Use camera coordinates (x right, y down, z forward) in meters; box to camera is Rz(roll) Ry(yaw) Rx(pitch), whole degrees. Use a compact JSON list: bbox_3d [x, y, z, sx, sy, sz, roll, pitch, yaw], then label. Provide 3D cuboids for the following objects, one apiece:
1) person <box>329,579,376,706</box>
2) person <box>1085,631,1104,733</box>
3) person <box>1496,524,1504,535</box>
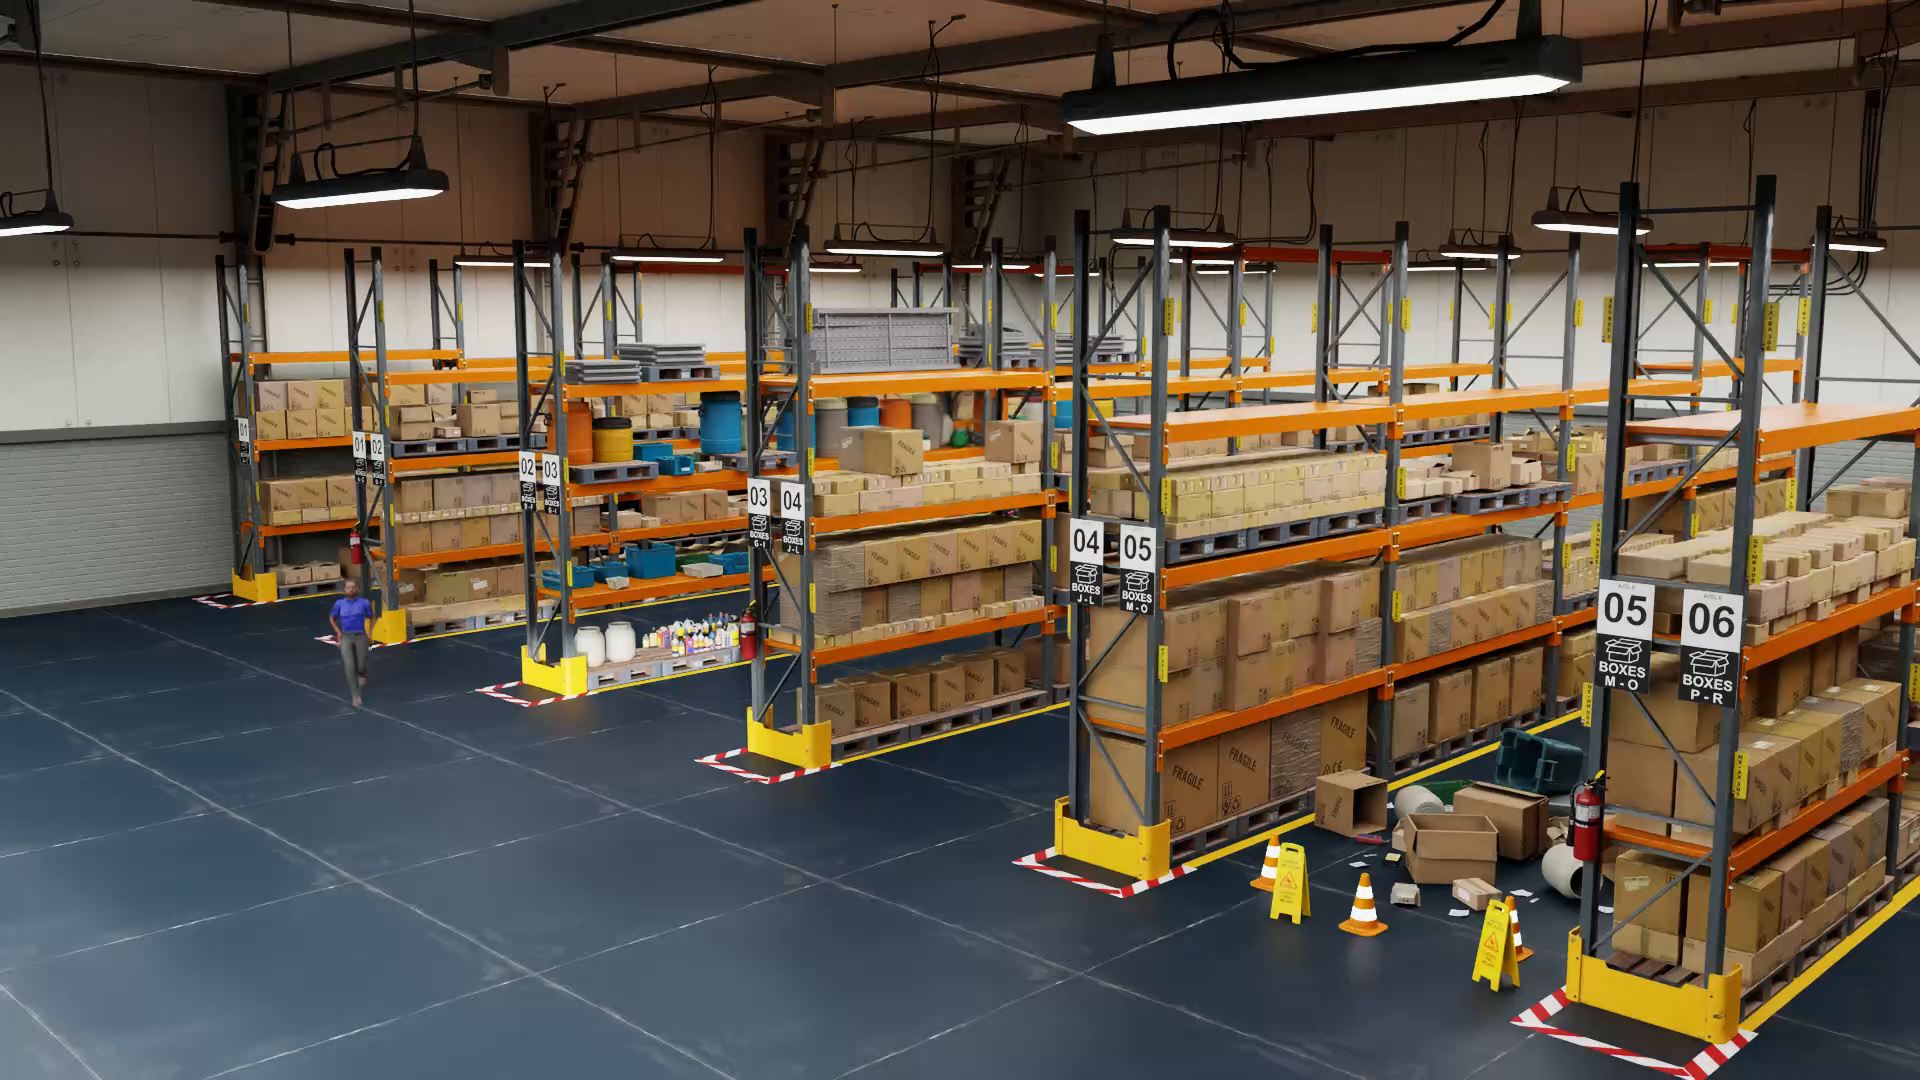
[{"bbox_3d":[-7.920,1.313,21.720,0.576,1.631,0.675,-3,9,-19],"label":"person"},{"bbox_3d":[1.610,1.741,18.899,0.611,1.511,0.878,5,9,30],"label":"person"},{"bbox_3d":[8.787,0.529,27.043,0.560,1.632,0.897,8,11,44],"label":"person"}]
